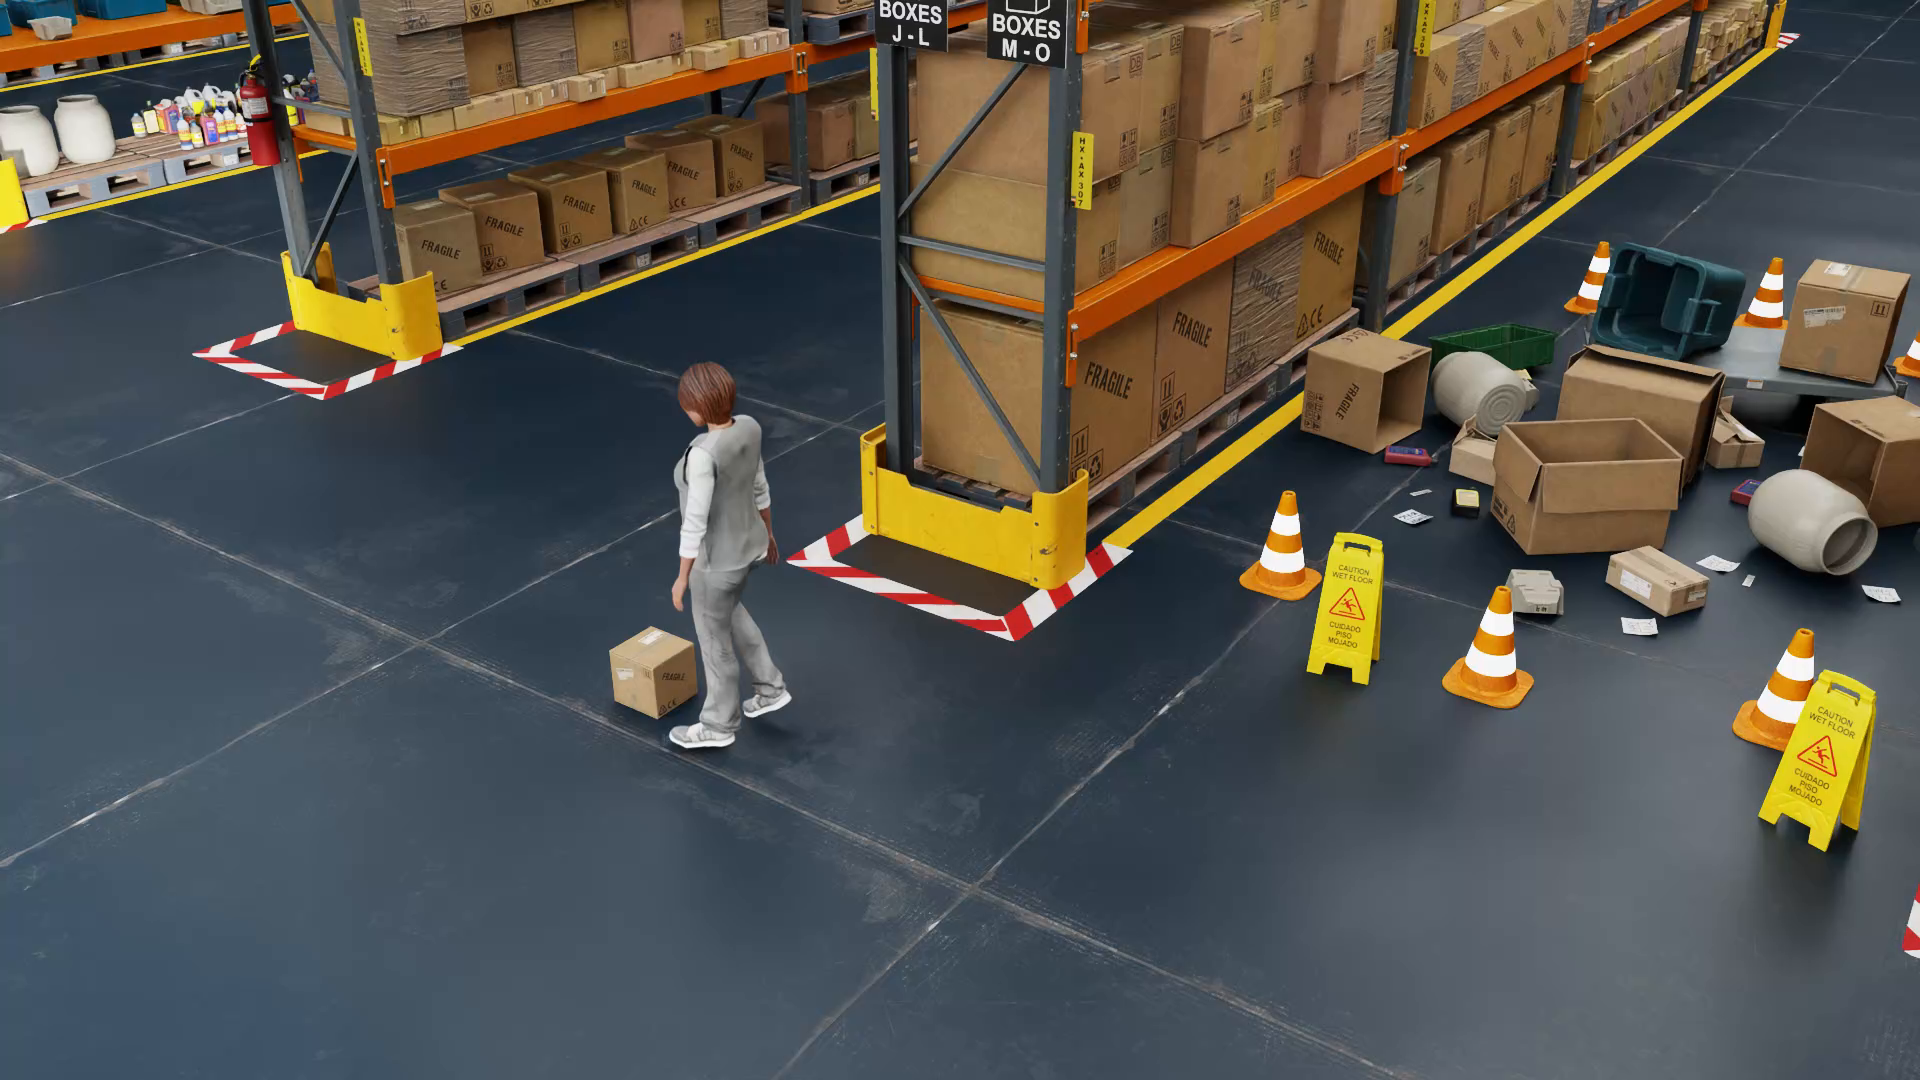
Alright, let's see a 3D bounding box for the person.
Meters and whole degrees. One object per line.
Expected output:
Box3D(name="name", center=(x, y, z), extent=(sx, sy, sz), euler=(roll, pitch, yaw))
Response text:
Box3D(name="person", center=(-0.928, 0.083, 6.443), extent=(0.400, 1.584, 0.521), euler=(12, 30, 23))
